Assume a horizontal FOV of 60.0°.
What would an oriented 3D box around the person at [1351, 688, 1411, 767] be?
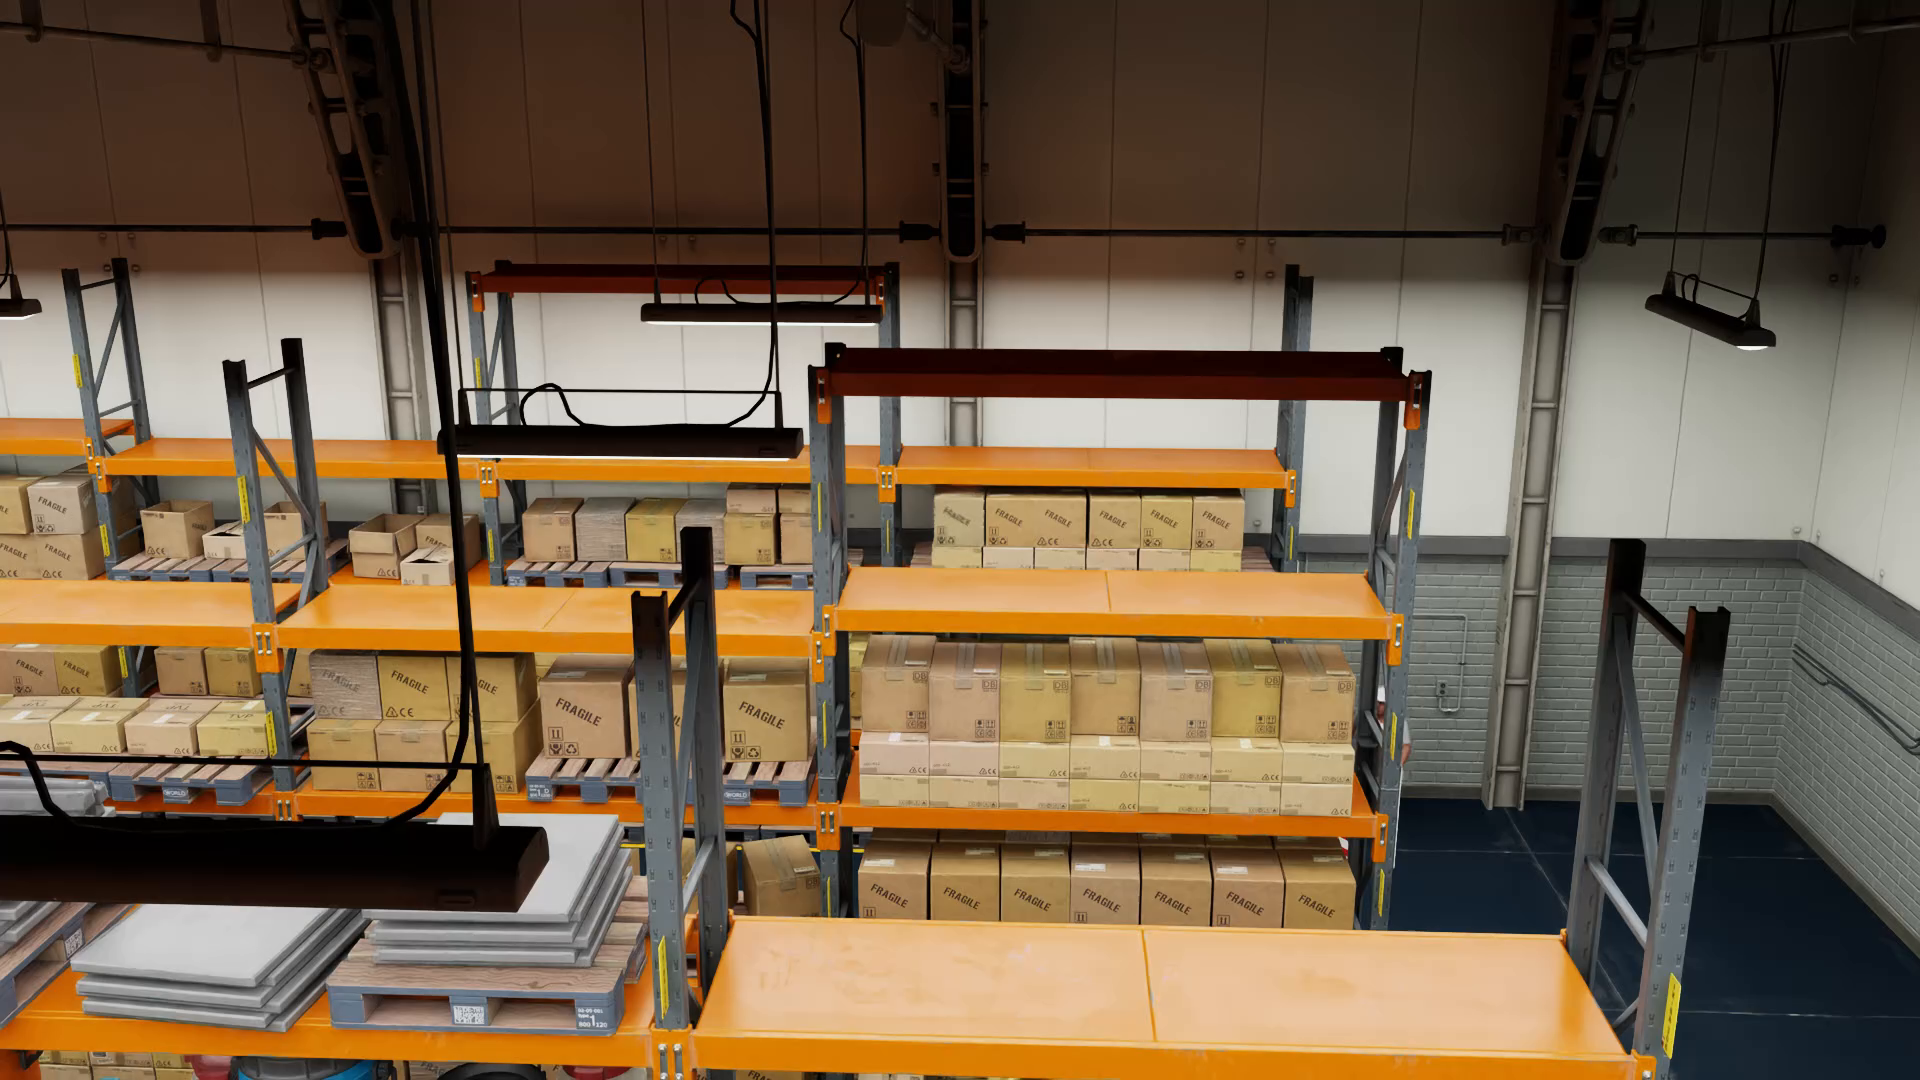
[{"bbox_3d":[4.356,2.369,17.341,0.635,1.770,0.843,3,17,12],"label":"person"}]
